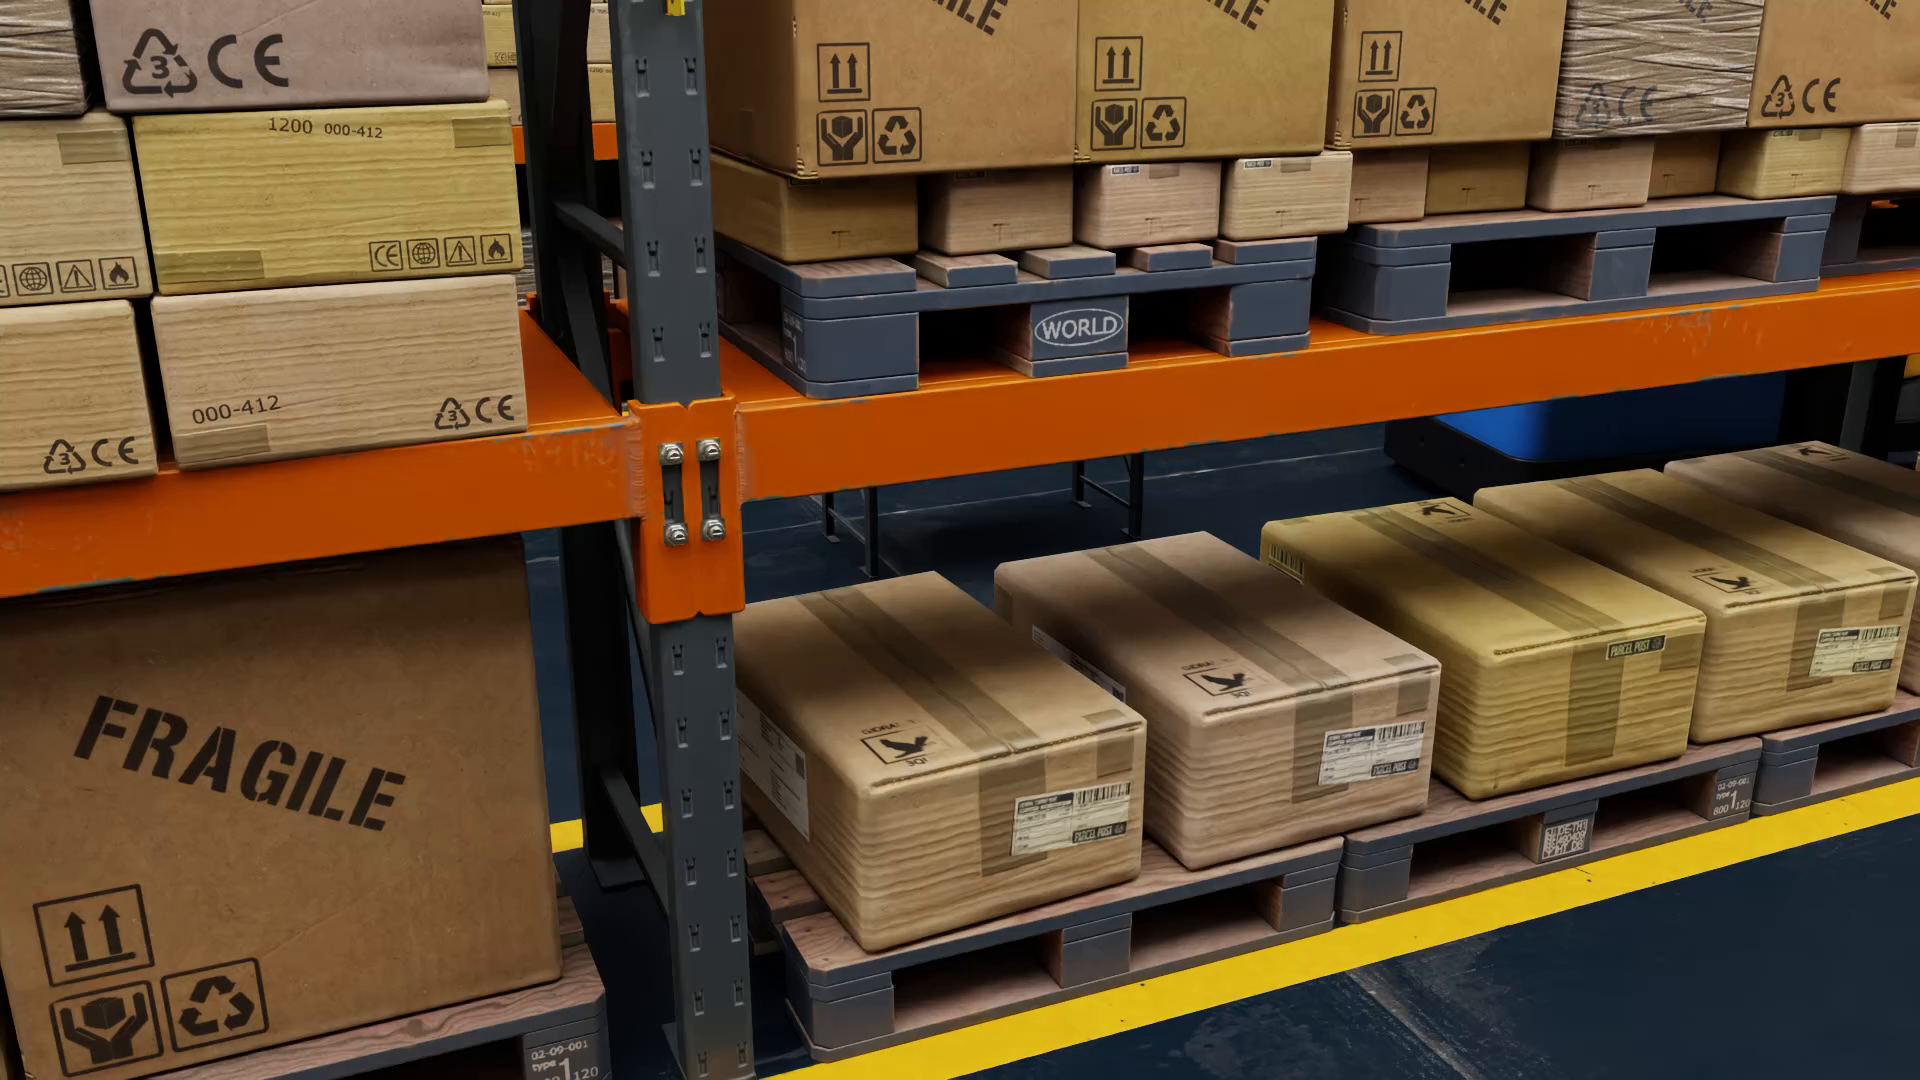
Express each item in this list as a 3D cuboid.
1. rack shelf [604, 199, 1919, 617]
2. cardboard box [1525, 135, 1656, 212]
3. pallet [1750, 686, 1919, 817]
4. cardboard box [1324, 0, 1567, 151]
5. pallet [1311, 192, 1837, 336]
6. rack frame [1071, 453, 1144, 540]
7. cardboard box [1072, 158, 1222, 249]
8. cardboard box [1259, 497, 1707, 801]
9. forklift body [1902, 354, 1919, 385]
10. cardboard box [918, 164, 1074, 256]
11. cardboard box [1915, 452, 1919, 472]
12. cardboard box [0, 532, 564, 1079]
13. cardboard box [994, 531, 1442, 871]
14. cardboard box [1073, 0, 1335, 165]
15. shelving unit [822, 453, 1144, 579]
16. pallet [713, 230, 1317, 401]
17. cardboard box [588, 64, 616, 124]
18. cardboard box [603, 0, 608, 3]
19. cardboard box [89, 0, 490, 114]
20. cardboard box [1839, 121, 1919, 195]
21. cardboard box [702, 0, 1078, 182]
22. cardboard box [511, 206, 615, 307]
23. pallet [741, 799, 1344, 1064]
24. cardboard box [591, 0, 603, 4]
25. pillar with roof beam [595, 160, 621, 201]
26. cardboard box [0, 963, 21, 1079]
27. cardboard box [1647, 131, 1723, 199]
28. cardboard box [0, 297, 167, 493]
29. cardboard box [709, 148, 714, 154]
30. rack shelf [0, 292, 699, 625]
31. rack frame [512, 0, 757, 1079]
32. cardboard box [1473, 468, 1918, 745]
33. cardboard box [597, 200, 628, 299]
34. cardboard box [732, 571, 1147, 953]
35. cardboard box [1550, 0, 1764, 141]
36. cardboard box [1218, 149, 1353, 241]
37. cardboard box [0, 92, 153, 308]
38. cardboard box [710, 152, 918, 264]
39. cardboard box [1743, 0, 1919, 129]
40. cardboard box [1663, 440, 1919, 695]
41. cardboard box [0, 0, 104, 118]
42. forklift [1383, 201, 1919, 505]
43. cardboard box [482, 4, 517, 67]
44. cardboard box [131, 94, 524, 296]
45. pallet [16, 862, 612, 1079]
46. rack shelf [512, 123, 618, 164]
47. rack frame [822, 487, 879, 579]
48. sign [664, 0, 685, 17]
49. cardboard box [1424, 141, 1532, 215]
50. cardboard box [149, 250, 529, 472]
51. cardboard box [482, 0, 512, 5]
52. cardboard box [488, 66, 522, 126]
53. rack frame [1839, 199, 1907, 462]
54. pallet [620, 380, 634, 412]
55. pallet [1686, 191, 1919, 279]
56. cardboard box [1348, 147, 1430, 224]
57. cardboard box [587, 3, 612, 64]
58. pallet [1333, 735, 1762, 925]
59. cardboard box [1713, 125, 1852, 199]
[{"bbox_3d":[1.198,-0.464,3.906,4.000,0.370,1.077,-8,21,-22],"label":"rack shelf"},{"bbox_3d":[1.237,-0.803,3.533,0.250,0.149,0.380,-7,21,-20],"label":"cardboard box"},{"bbox_3d":[2.320,0.352,4.705,1.213,0.211,1.003,-8,21,-22],"label":"pallet"},{"bbox_3d":[0.827,-1.057,3.276,0.500,0.500,0.500,-8,21,-21],"label":"cardboard box"},{"bbox_3d":[1.163,-0.722,3.846,1.213,0.211,1.003,-8,21,-22],"label":"pallet"},{"bbox_3d":[0.545,-0.786,5.995,0.032,1.500,0.500,-8,21,-22],"label":"rack frame"},{"bbox_3d":[0.276,-0.655,3.110,0.250,0.149,0.380,-10,22,-25],"label":"cardboard box"},{"bbox_3d":[1.257,0.233,4.169,0.625,0.372,0.950,-7,21,-20],"label":"cardboard box"},{"bbox_3d":[3.719,-1.899,8.178,1.214,2.155,2.313,-8,21,-22],"label":"forklift body"},{"bbox_3d":[0.006,-0.633,3.048,0.250,0.149,0.380,-10,22,-25],"label":"cardboard box"},{"bbox_3d":[3.471,-0.127,5.374,0.500,0.250,0.500,-7,21,-19],"label":"cardboard box"},{"bbox_3d":[-1.306,0.330,3.136,0.875,0.875,0.875,-8,21,-22],"label":"cardboard box"},{"bbox_3d":[0.559,0.331,3.891,0.625,0.372,0.950,-9,21,-23],"label":"cardboard box"},{"bbox_3d":[0.342,-0.985,3.072,0.500,0.500,0.500,-7,21,-19],"label":"cardboard box"},{"bbox_3d":[0.078,-0.719,5.805,1.048,1.500,0.538,-8,21,-22],"label":"shelving unit"},{"bbox_3d":[-0.026,-0.576,3.430,1.003,0.211,1.213,-8,21,-22],"label":"pallet"},{"bbox_3d":[-1.640,-2.031,7.499,0.500,0.250,0.500,-9,21,-23],"label":"cardboard box"},{"bbox_3d":[-1.493,-2.474,7.404,0.250,0.149,0.380,-8,21,-21],"label":"cardboard box"},{"bbox_3d":[-1.010,-0.911,2.437,0.500,0.500,0.500,-9,21,-23],"label":"cardboard box"},{"bbox_3d":[1.967,-0.885,3.765,0.250,0.149,0.380,-8,21,-21],"label":"cardboard box"},{"bbox_3d":[-0.134,-0.914,2.871,0.500,0.500,0.500,-9,21,-23],"label":"cardboard box"},{"bbox_3d":[-2.030,-1.209,7.883,0.625,0.625,0.875,-7,21,-20],"label":"cardboard box"},{"bbox_3d":[0.080,0.673,3.793,1.213,0.211,1.003,-8,21,-22],"label":"pallet"},{"bbox_3d":[-1.728,-2.436,7.295,0.250,0.149,0.380,-8,21,-20],"label":"cardboard box"},{"bbox_3d":[-0.063,-4.016,3.880,0.400,9.000,9.100,-8,21,-22],"label":"pillar with roof beam"},{"bbox_3d":[-2.126,0.446,2.807,0.875,0.875,0.875,-8,21,-21],"label":"cardboard box"},{"bbox_3d":[1.446,-0.861,3.696,0.250,0.149,0.380,-9,21,-24],"label":"cardboard box"},{"bbox_3d":[-1.463,-0.252,2.446,0.500,0.250,0.500,-8,21,-21],"label":"cardboard box"},{"bbox_3d":[-0.431,-0.734,3.337,0.250,0.149,0.380,-7,21,-20],"label":"cardboard box"},{"bbox_3d":[-2.475,0.062,2.411,4.000,0.370,1.077,-8,21,-22],"label":"rack shelf"},{"bbox_3d":[-0.639,-0.540,3.039,0.127,3.000,1.000,-8,21,-22],"label":"rack frame"},{"bbox_3d":[1.895,0.141,4.431,0.625,0.372,0.950,-7,21,-19],"label":"cardboard box"},{"bbox_3d":[-1.433,-1.297,8.134,0.625,0.625,0.875,-7,21,-20],"label":"cardboard box"},{"bbox_3d":[-0.116,0.430,3.608,0.625,0.372,0.950,-10,22,-26],"label":"cardboard box"},{"bbox_3d":[1.289,-1.120,3.456,0.500,0.500,0.500,-9,21,-24],"label":"cardboard box"},{"bbox_3d":[0.537,-0.684,3.195,0.250,0.149,0.380,-8,21,-22],"label":"cardboard box"},{"bbox_3d":[-1.452,-0.495,2.385,0.500,0.250,0.500,-9,21,-23],"label":"cardboard box"},{"bbox_3d":[-0.266,-0.606,2.972,0.250,0.149,0.380,-9,22,-25],"label":"cardboard box"},{"bbox_3d":[1.770,-1.189,3.653,0.500,0.500,0.500,-7,21,-20],"label":"cardboard box"},{"bbox_3d":[2.554,0.045,4.702,0.625,0.372,0.950,-8,21,-21],"label":"cardboard box"},{"bbox_3d":[-1.477,-0.841,2.238,0.500,0.500,0.500,-8,21,-21],"label":"cardboard box"},{"bbox_3d":[3.310,-1.648,6.290,3.031,2.935,1.130,-5,20,-13],"label":"forklift"},{"bbox_3d":[-2.094,-2.194,7.211,0.500,0.250,0.500,-8,21,-22],"label":"cardboard box"},{"bbox_3d":[-0.983,-0.564,2.580,0.500,0.250,0.500,-8,21,-22],"label":"cardboard box"},{"bbox_3d":[-1.392,0.856,3.273,1.213,0.211,1.003,-8,21,-22],"label":"pallet"},{"bbox_3d":[-0.772,-1.977,8.203,4.000,0.370,1.077,-8,21,-22],"label":"rack shelf"},{"bbox_3d":[-0.388,-0.652,5.615,0.032,1.500,0.500,-8,21,-22],"label":"rack frame"},{"bbox_3d":[-0.416,-0.917,2.367,0.005,0.325,0.100,-8,21,-22],"label":"sign"},{"bbox_3d":[0.971,-0.789,3.492,0.250,0.149,0.380,-7,21,-20],"label":"cardboard box"},{"bbox_3d":[-1.000,-0.324,2.650,0.500,0.250,0.500,-9,21,-24],"label":"cardboard box"},{"bbox_3d":[-1.954,-2.394,7.177,0.250,0.149,0.380,-8,21,-21],"label":"cardboard box"},{"bbox_3d":[-2.104,-1.966,7.316,0.500,0.250,0.500,-8,21,-22],"label":"cardboard box"},{"bbox_3d":[3.034,-1.066,4.534,0.127,3.000,1.000,-8,21,-22],"label":"rack frame"},{"bbox_3d":[-1.837,-0.834,8.074,1.213,0.211,1.003,-8,21,-22],"label":"pallet"},{"bbox_3d":[2.275,-0.920,4.406,1.213,0.211,1.003,-8,21,-22],"label":"pallet"},{"bbox_3d":[0.727,-0.740,3.353,0.250,0.149,0.380,-7,21,-19],"label":"cardboard box"},{"bbox_3d":[-1.644,-2.268,7.419,0.500,0.250,0.500,-7,21,-20],"label":"cardboard box"},{"bbox_3d":[1.198,0.514,4.245,1.213,0.211,1.003,-8,21,-22],"label":"pallet"},{"bbox_3d":[1.729,-0.864,3.706,0.250,0.149,0.380,-8,21,-22],"label":"cardboard box"}]
